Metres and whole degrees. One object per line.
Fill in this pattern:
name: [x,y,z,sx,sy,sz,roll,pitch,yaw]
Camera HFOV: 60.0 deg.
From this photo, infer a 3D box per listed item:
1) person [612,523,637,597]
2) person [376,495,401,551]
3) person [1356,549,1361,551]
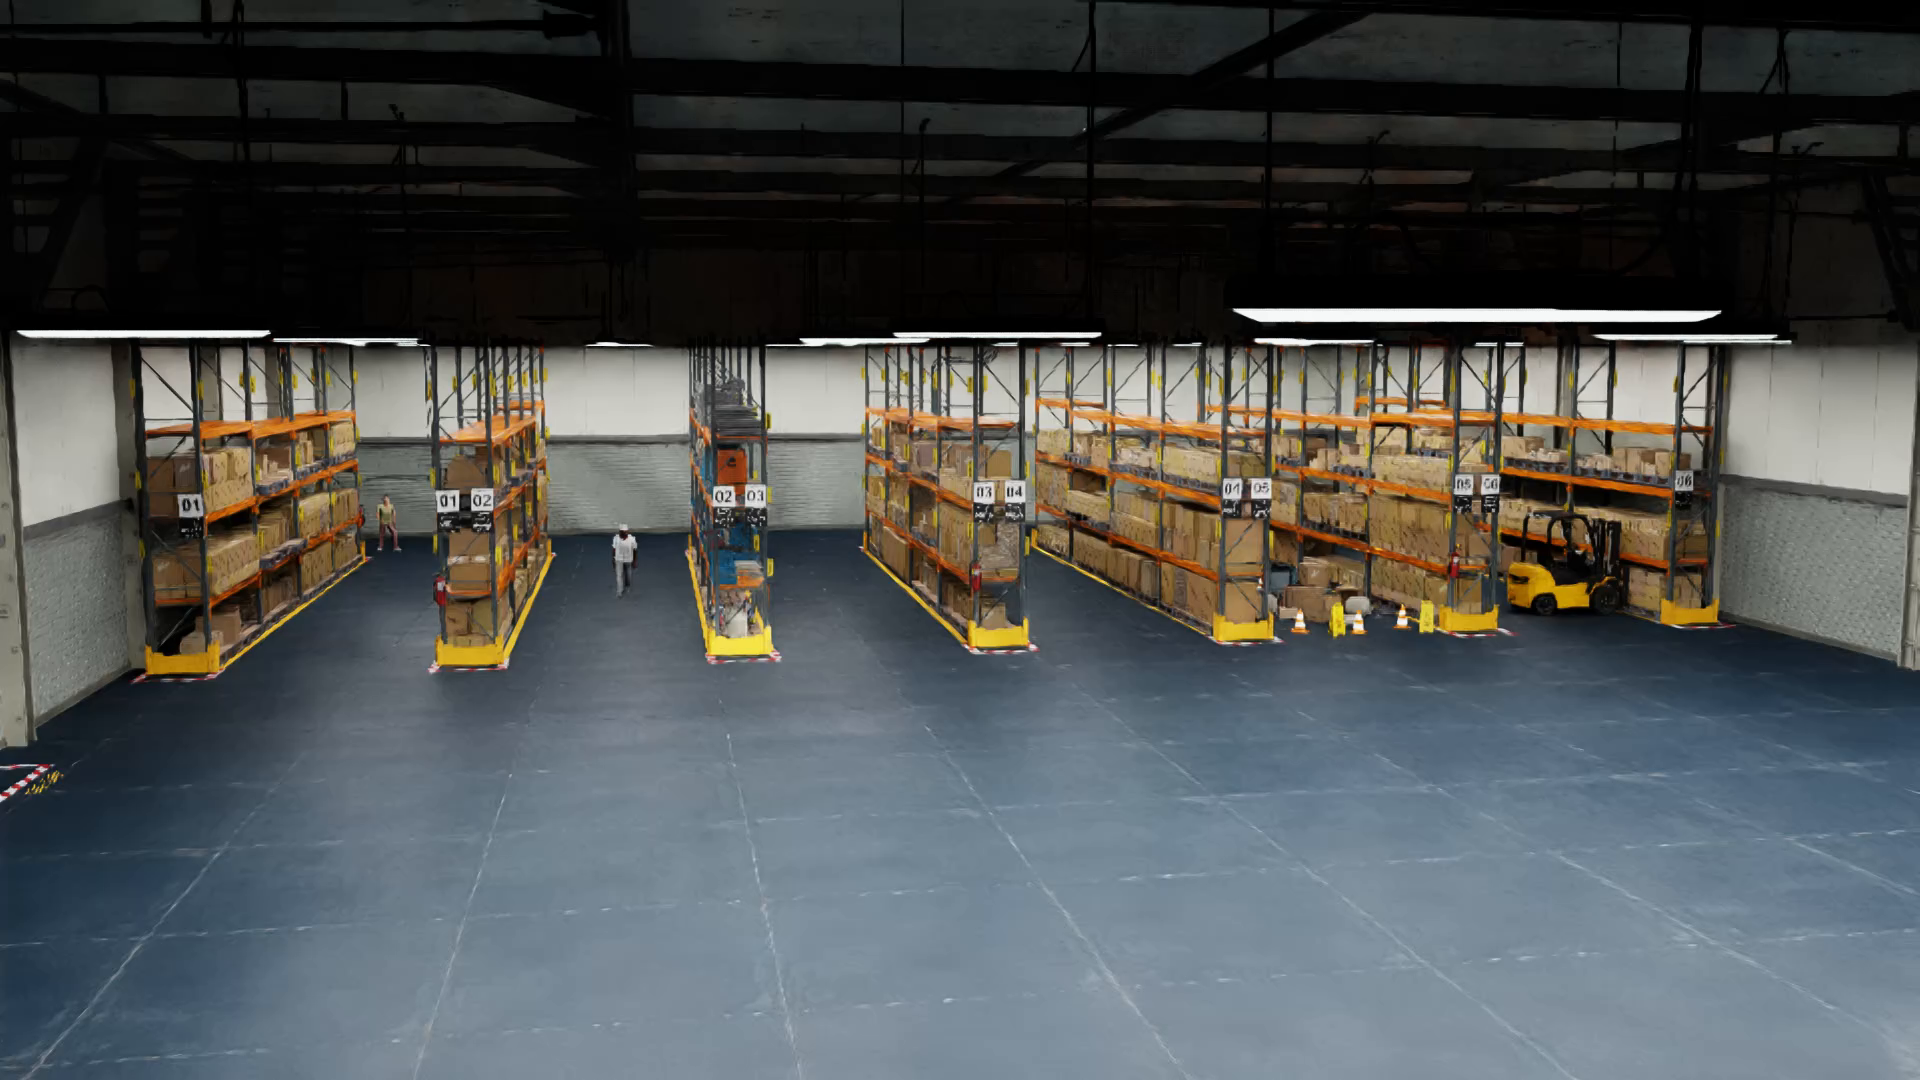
person: [-7.781,0.449,38.612,0.577,1.687,1.115,-1,7,-12]
person: [-16.283,-0.492,47.227,0.620,1.601,0.817,-3,7,-28]
person: [11.517,-0.502,47.011,0.556,1.662,0.601,0,7,3]
